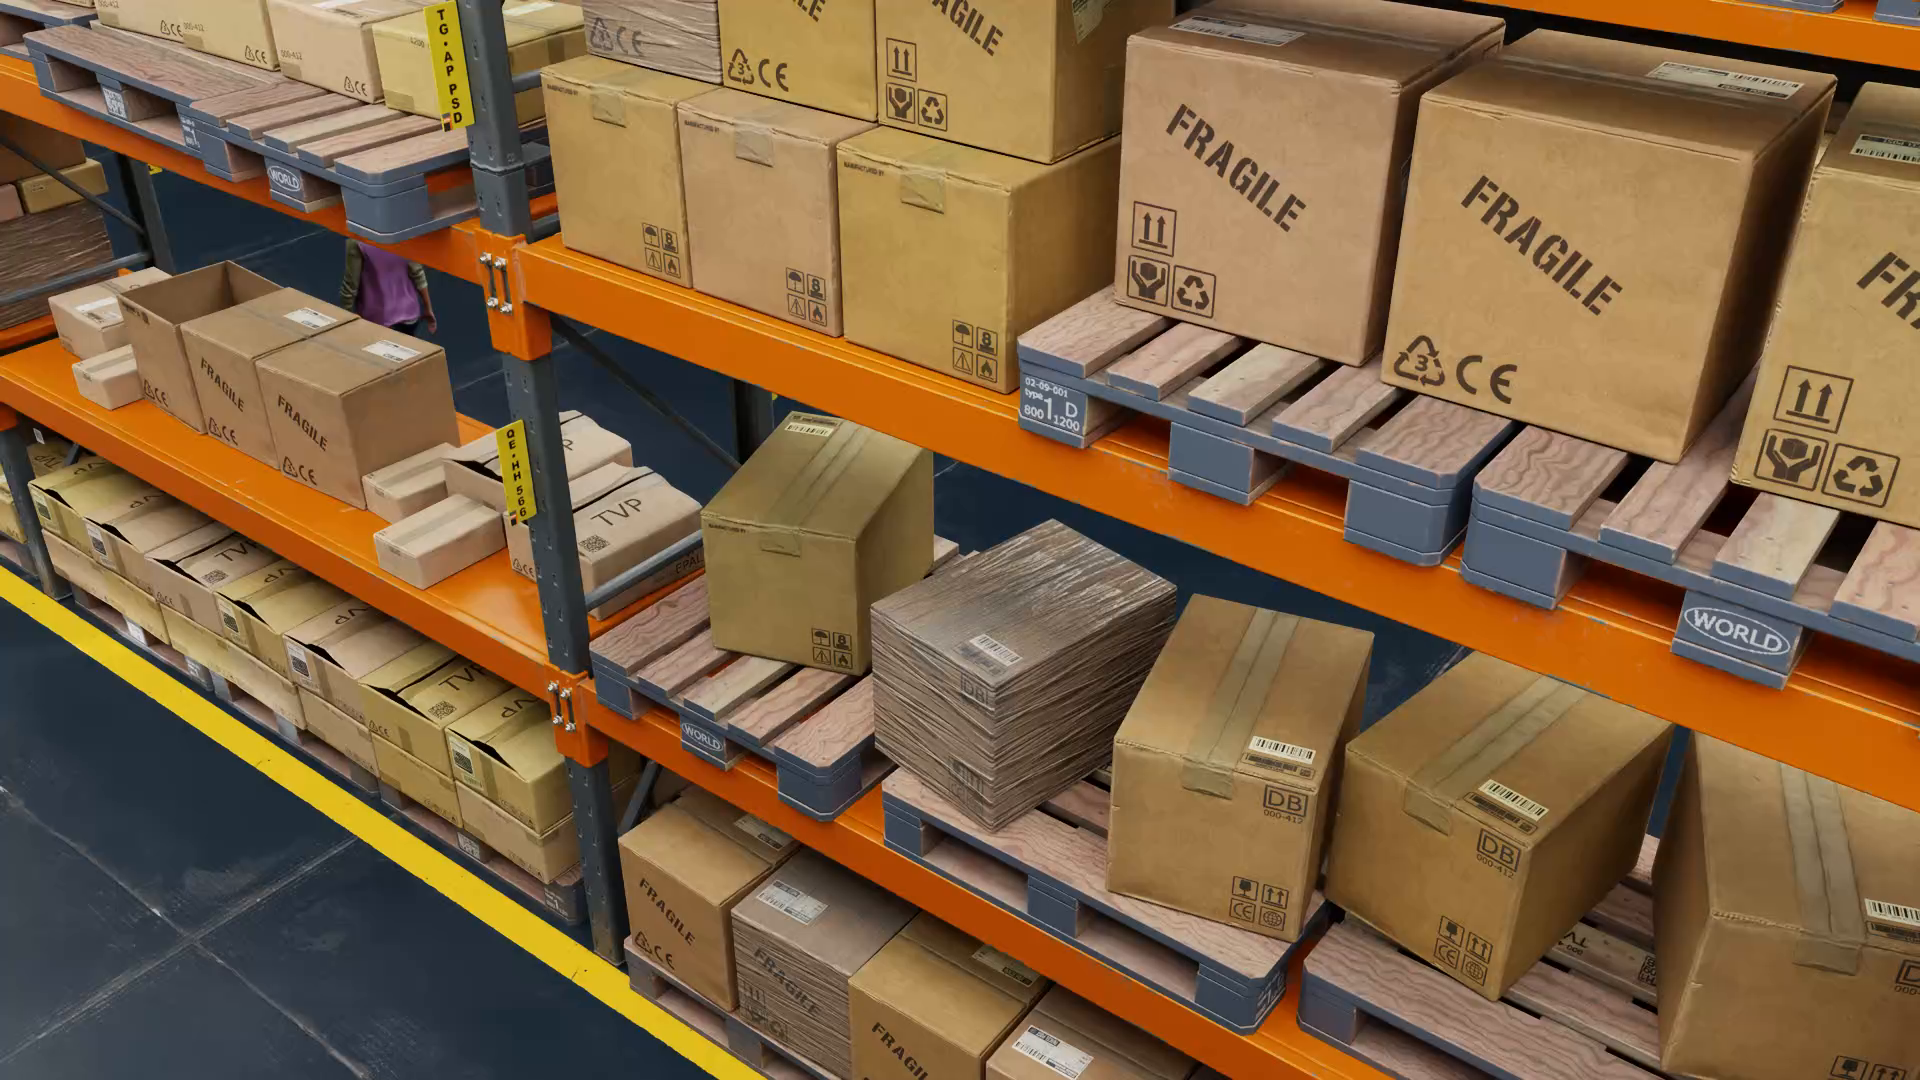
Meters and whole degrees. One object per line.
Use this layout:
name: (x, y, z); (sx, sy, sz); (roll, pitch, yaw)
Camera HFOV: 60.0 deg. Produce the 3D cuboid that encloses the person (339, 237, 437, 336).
person: (-3.160, -1.206, 9.133); (0.681, 1.628, 0.454); (22, 37, 31)
